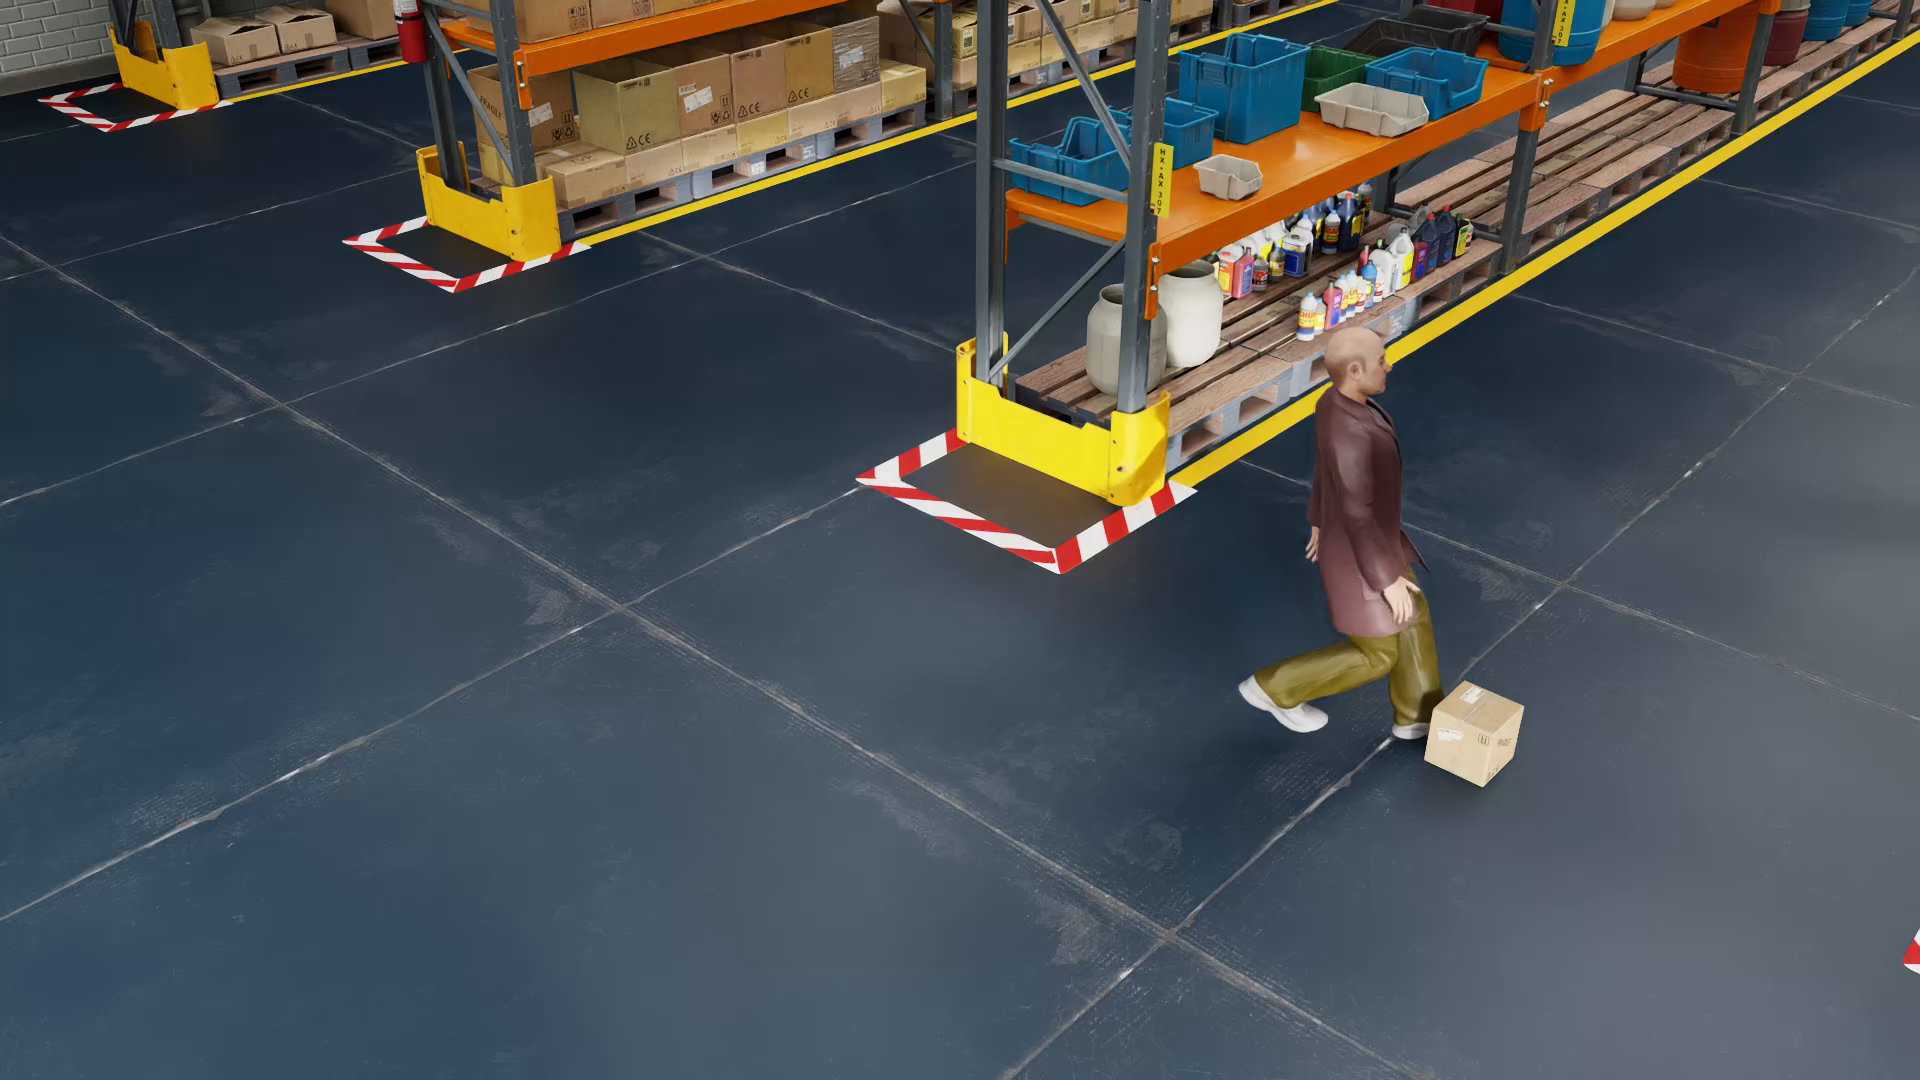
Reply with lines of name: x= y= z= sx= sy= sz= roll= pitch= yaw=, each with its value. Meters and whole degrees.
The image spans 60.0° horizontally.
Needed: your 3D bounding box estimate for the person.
person: x=1.583 y=0.040 z=6.146 sx=0.987 sy=1.705 sz=0.647 roll=5 pitch=31 yaw=8
